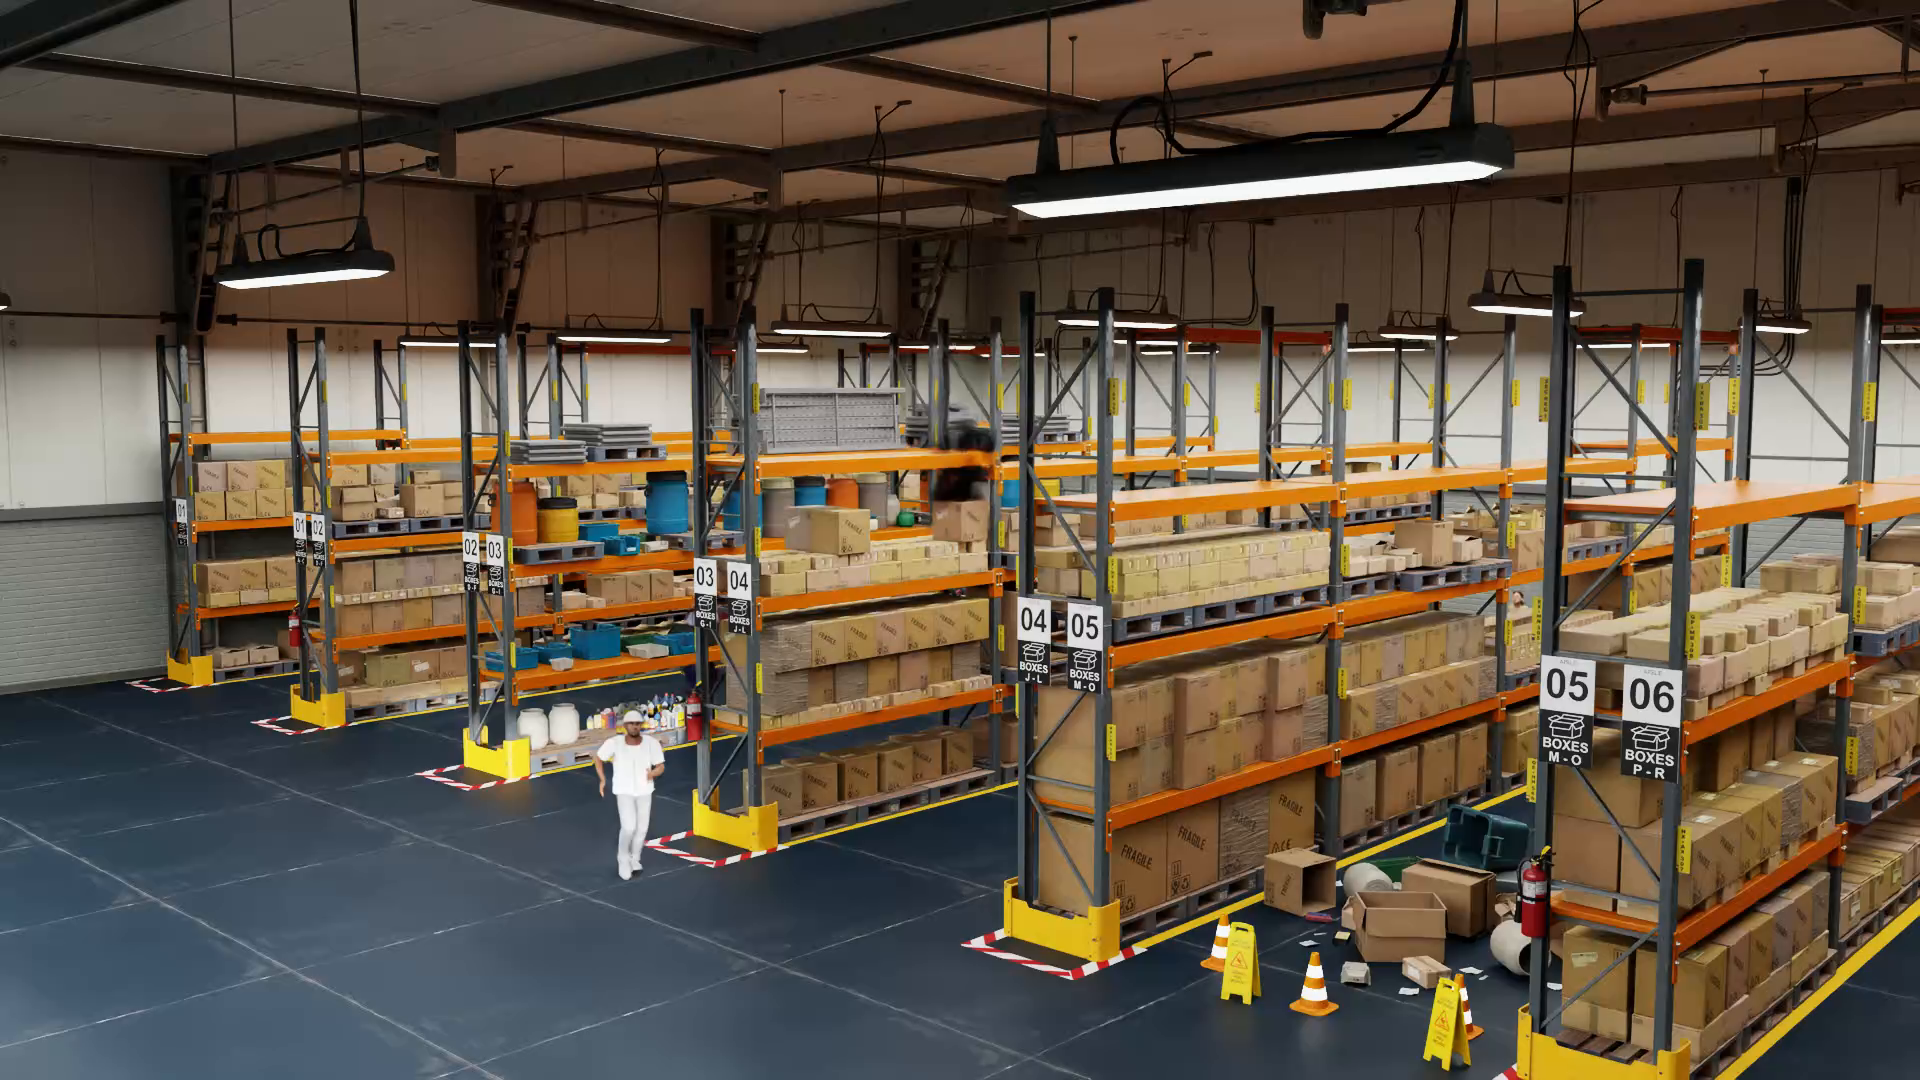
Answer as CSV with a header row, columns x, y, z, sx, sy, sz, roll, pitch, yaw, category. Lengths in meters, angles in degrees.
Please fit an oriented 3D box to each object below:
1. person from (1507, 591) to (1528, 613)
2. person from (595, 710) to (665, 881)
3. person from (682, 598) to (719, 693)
x,y,z,sx,sy,sz,roll,pitch,yaw,category
9.606,1.679,28.668,0.598,1.618,0.643,5,7,42,person
-3.413,2.660,17.372,0.677,1.772,0.701,-2,6,-24,person
-4.371,1.759,27.850,0.648,1.577,0.629,4,7,36,person
